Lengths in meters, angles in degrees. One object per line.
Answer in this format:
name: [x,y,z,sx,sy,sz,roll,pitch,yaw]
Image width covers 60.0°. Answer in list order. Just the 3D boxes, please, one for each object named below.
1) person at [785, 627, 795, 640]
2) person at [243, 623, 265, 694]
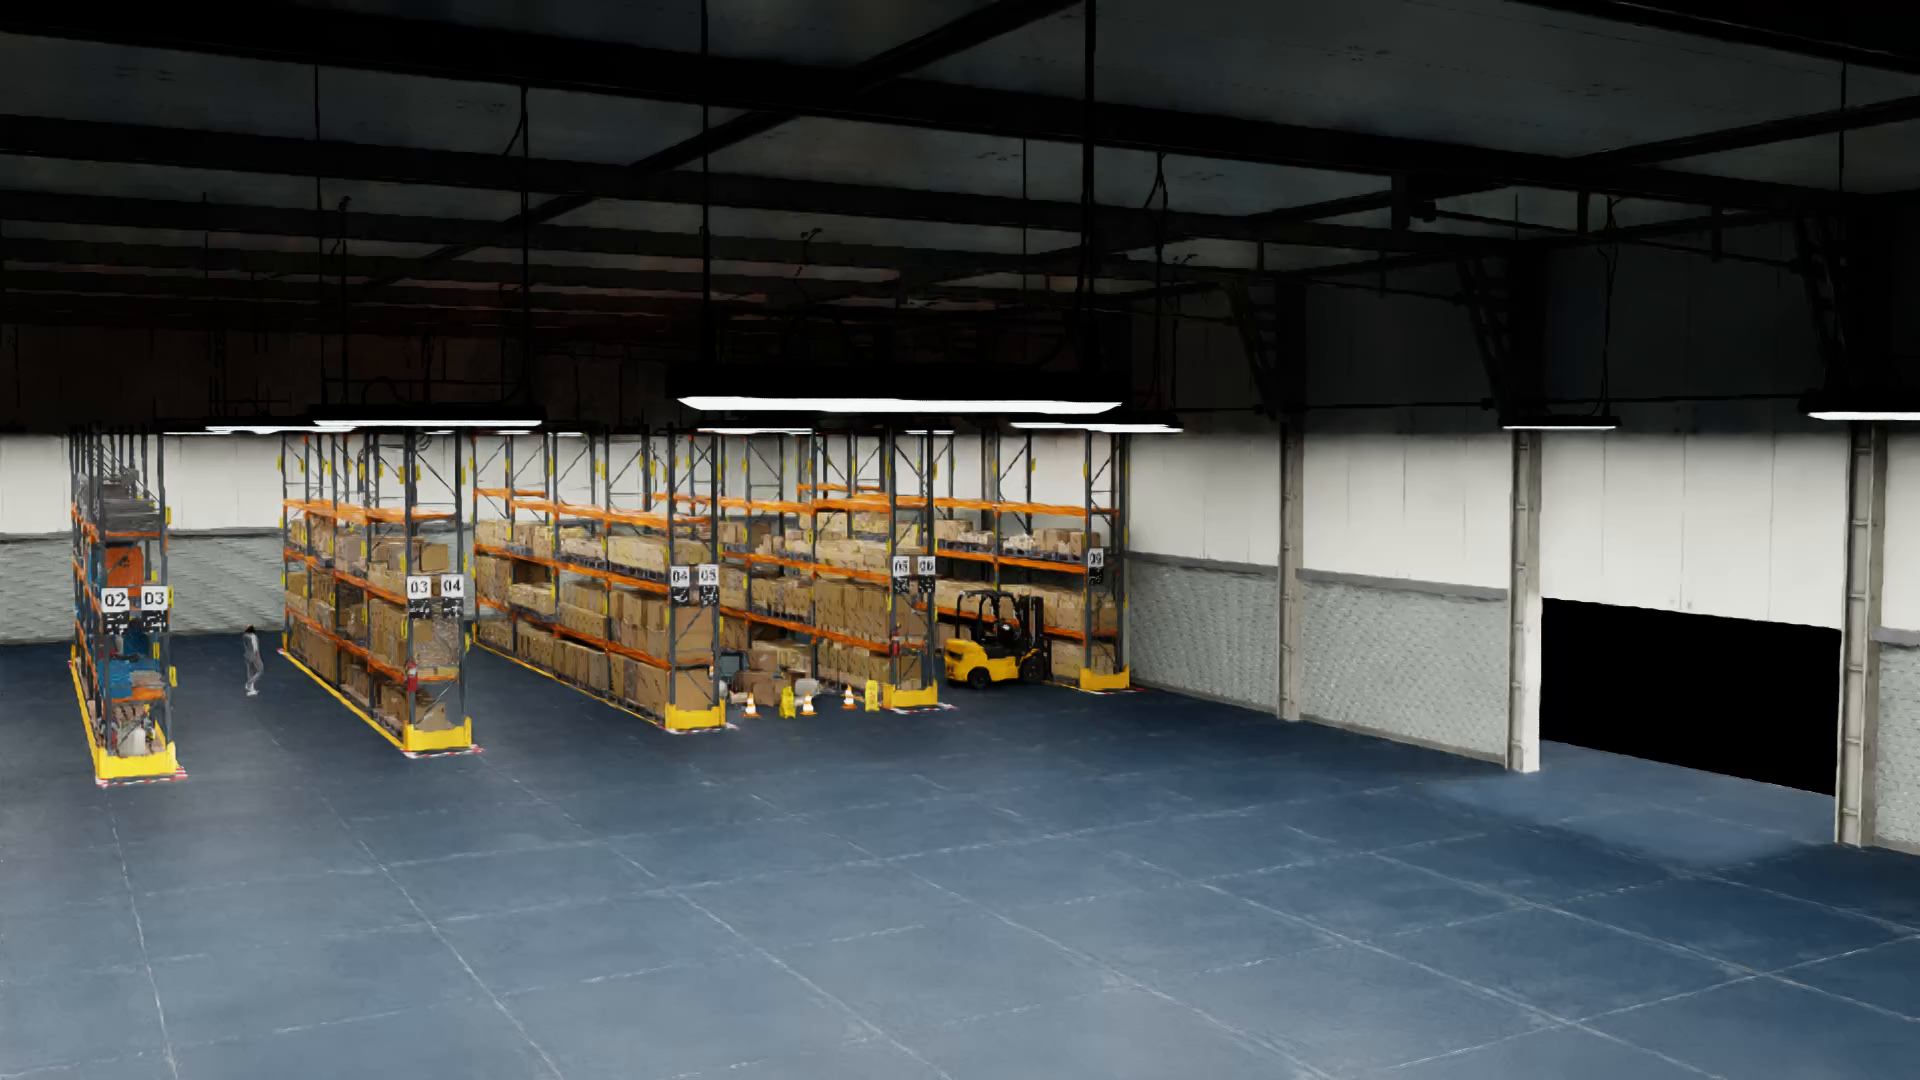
person: [-4.937,1.919,46.937,0.581,1.785,0.664,0,4,-4]
person: [-15.758,2.657,37.009,0.459,1.558,0.380,2,4,31]
